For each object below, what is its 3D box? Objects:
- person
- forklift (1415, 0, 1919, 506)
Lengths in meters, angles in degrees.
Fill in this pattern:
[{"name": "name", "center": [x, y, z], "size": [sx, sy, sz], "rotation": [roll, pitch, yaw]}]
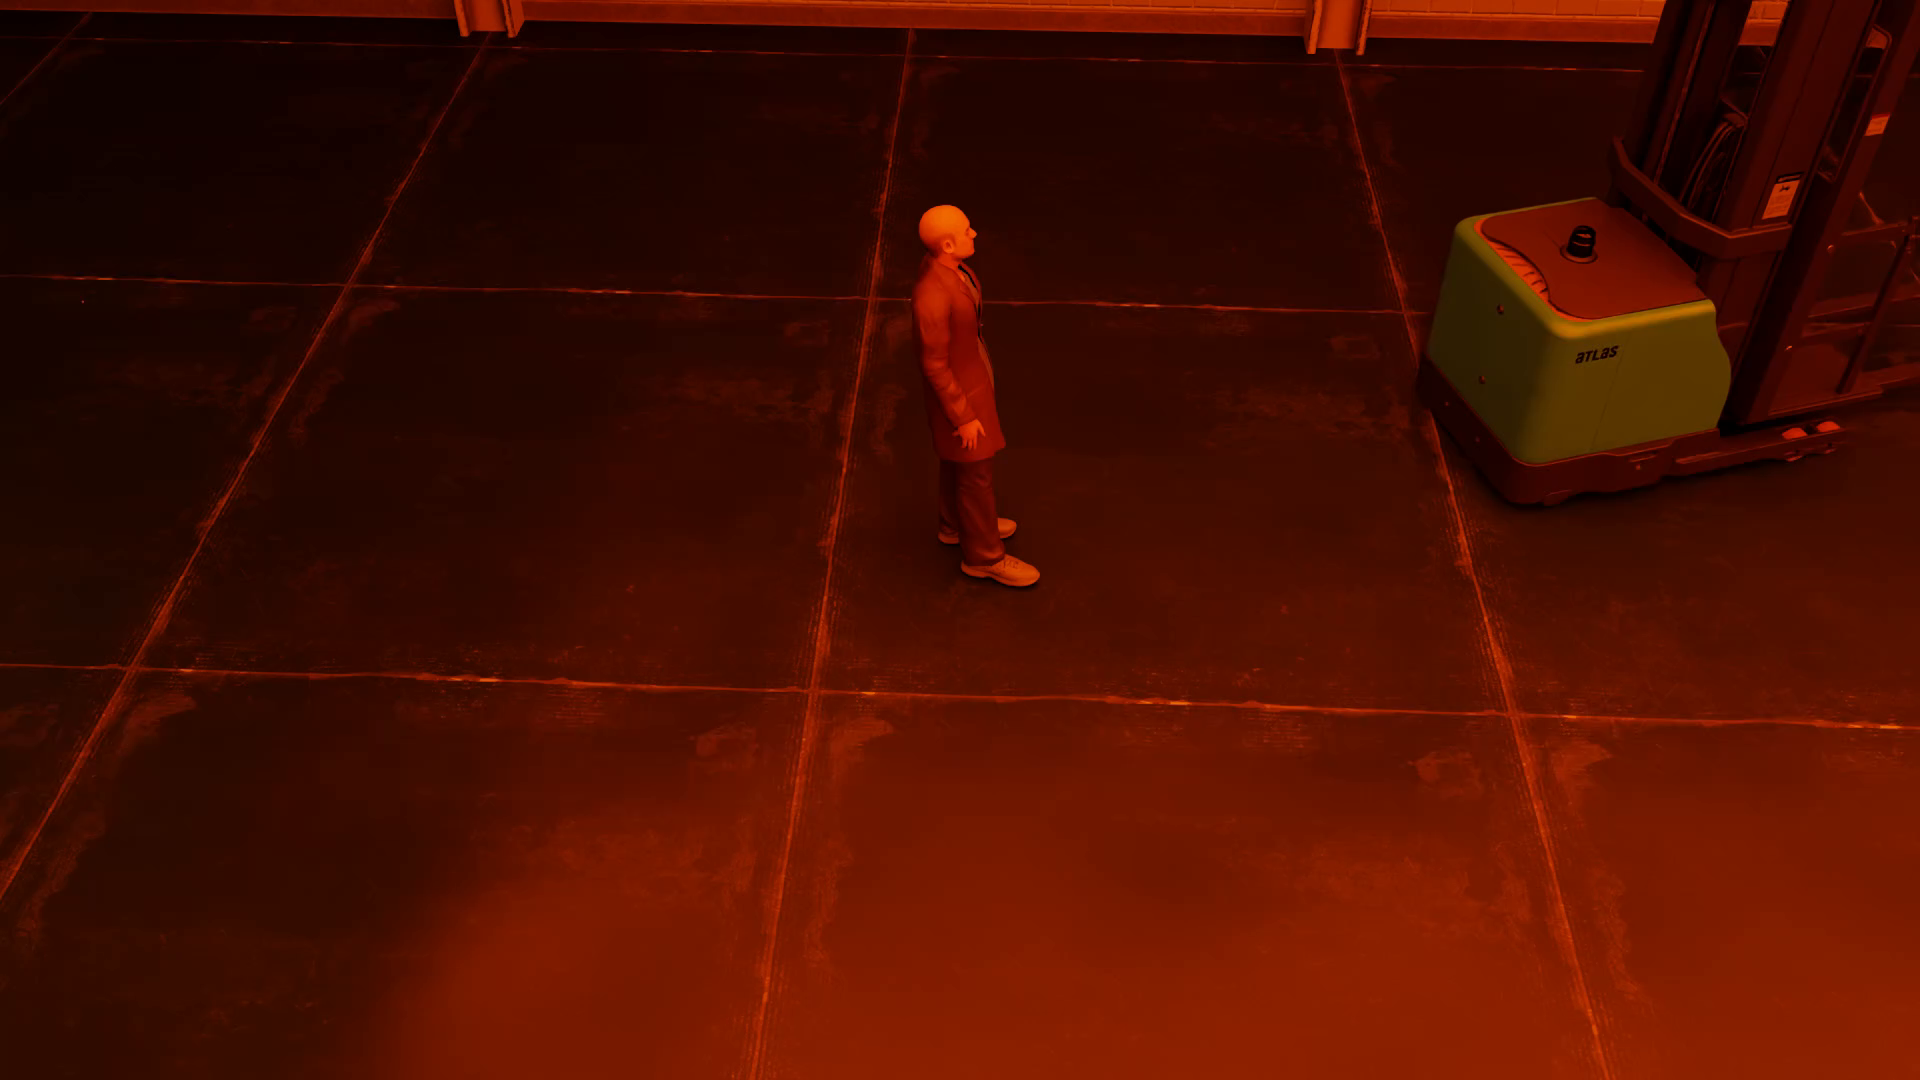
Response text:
[{"name": "person", "center": [0.092, -0.621, 7.338], "size": [0.579, 1.682, 0.698], "rotation": [2, 42, 2]}, {"name": "forklift", "center": [3.948, -1.811, 7.726], "size": [3.031, 2.935, 1.130], "rotation": [-11, 44, -12]}]
